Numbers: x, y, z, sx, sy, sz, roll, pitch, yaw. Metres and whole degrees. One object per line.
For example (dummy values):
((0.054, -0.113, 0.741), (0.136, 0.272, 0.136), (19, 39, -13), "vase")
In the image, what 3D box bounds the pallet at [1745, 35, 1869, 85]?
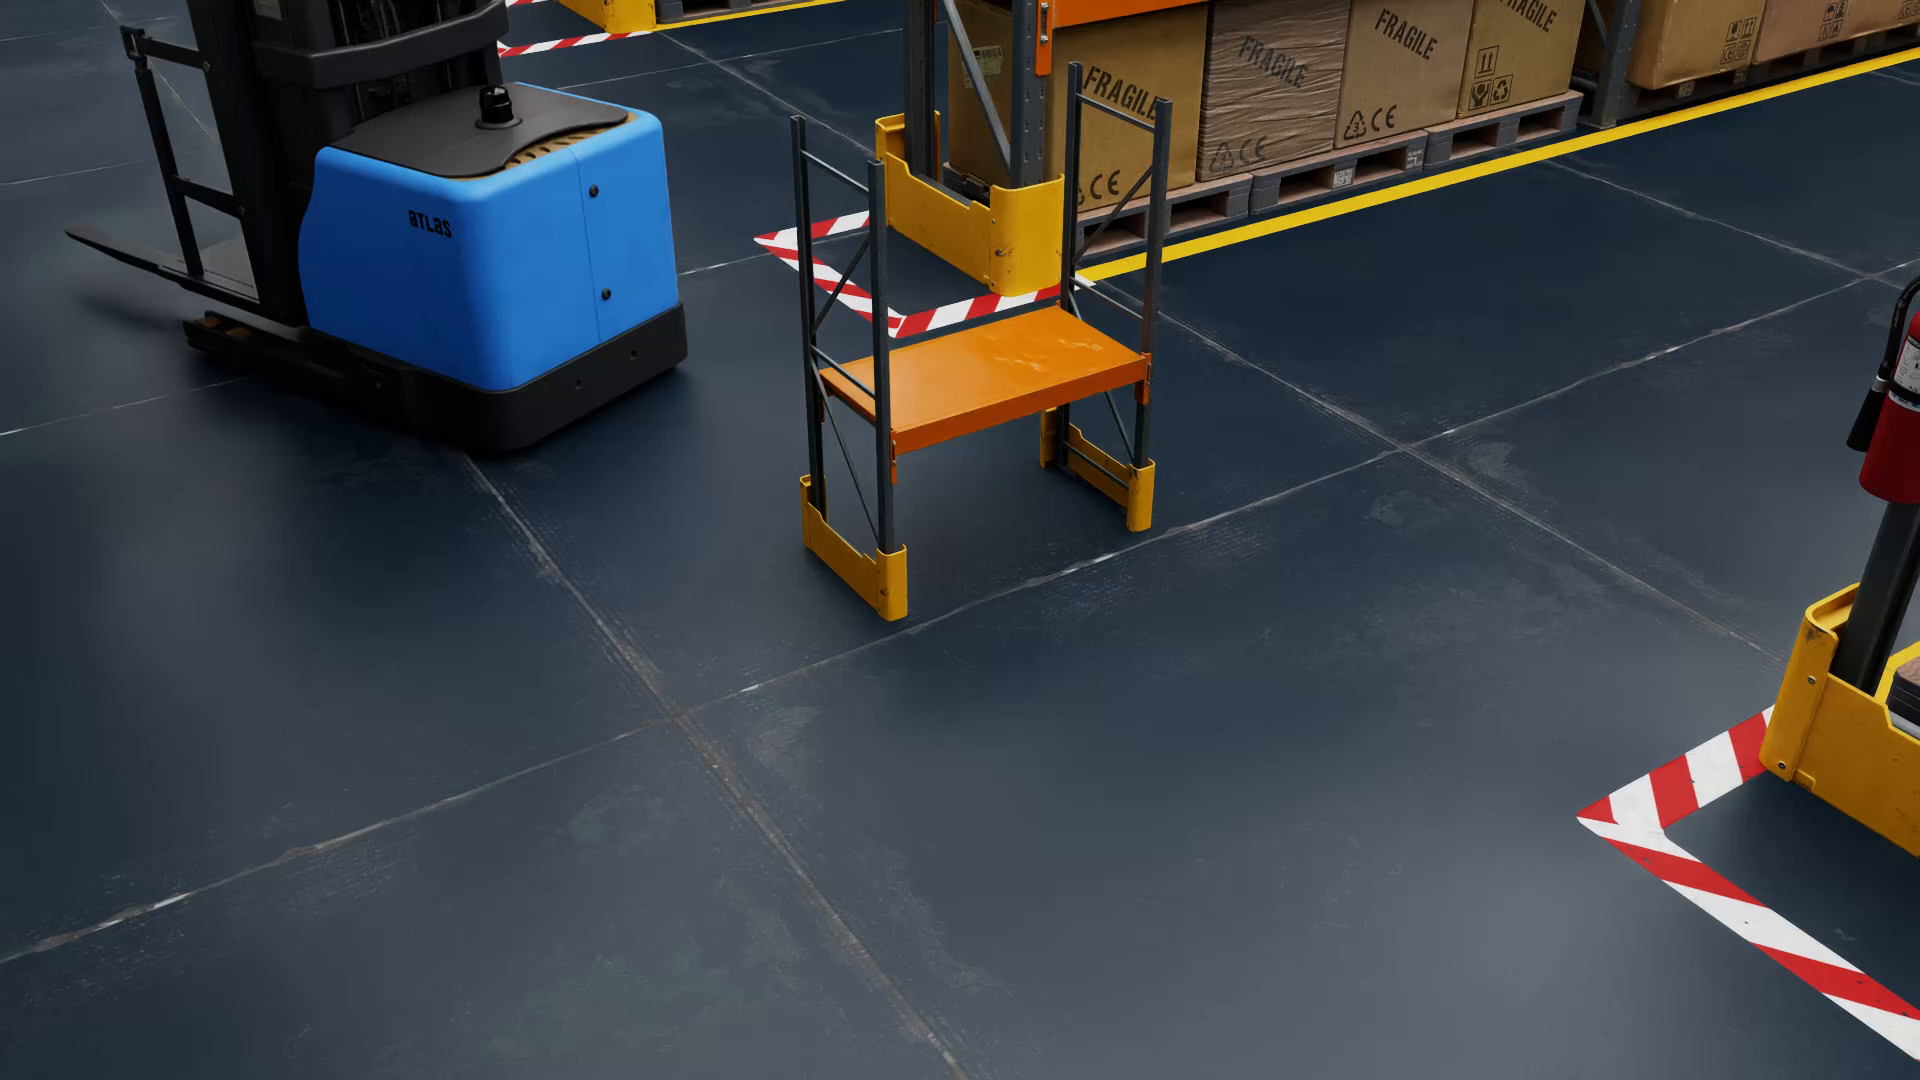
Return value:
((5.045, -3.255, 10.712), (1.213, 0.211, 1.003), (-19, 37, -27), "pallet")

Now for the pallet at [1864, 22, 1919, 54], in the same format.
((6.069, -3.605, 11.268), (1.213, 0.211, 1.003), (-19, 37, -27), "pallet")

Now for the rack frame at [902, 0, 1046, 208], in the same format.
((0.049, -2.666, 7.165), (0.127, 3.000, 1.000), (-19, 37, -27), "rack frame")

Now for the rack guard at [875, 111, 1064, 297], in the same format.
((0.028, -1.602, 7.821), (0.348, 0.500, 1.175), (-19, 37, -27), "rack guard")

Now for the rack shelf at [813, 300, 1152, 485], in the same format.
((0.072, -0.507, 5.485), (1.000, 0.185, 0.538), (-19, 37, -27), "rack shelf")

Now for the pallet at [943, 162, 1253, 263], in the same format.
((0.678, -1.753, 8.331), (1.213, 0.211, 1.003), (-19, 37, -27), "pallet")

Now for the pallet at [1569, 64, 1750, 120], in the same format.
((4.018, -2.900, 10.150), (1.213, 0.211, 1.003), (-19, 37, -27), "pallet")

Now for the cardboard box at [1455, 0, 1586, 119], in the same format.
((2.813, -2.947, 9.208), (0.875, 0.875, 0.875), (-19, 37, -27), "cardboard box")

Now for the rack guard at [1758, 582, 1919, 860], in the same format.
((2.719, 0.625, 4.291), (0.348, 0.500, 1.175), (-19, 37, -27), "rack guard")

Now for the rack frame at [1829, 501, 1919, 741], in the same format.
((2.732, -0.445, 3.644), (0.127, 3.000, 1.000), (-19, 37, -27), "rack frame")

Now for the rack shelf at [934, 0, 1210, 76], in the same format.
((1.730, -2.940, 8.274), (4.000, 0.370, 1.077), (-19, 37, -27), "rack shelf")

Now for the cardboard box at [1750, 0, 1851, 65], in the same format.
((4.688, -3.554, 10.171), (0.875, 0.875, 1.225), (-20, 38, -29), "cardboard box")

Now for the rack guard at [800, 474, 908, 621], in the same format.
((-0.354, 0.016, 5.490), (0.087, 0.250, 0.587), (-19, 37, -27), "rack guard")

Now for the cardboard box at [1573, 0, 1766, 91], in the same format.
((3.938, -3.296, 9.761), (0.875, 0.875, 1.225), (-19, 37, -27), "cardboard box")

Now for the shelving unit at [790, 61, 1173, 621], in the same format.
((0.064, -0.656, 5.385), (1.083, 1.500, 0.587), (-19, 37, -27), "shelving unit")

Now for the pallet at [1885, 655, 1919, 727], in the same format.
((3.446, 0.513, 4.739), (1.213, 0.211, 1.003), (-19, 37, -27), "pallet")

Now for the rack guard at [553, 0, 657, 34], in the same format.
((-2.490, -3.885, 11.439), (0.348, 0.500, 1.175), (-19, 37, -27), "rack guard")

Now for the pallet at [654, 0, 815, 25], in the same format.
((-1.788, -3.981, 11.864), (1.213, 0.211, 1.003), (-19, 37, -27), "pallet")

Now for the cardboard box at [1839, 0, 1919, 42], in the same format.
((5.428, -3.814, 10.582), (0.875, 0.875, 1.225), (-19, 37, -27), "cardboard box")

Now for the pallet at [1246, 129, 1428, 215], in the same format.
((1.703, -2.104, 8.887), (1.213, 0.211, 1.003), (-19, 37, -27), "pallet")

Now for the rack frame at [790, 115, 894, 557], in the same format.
((-0.356, -0.512, 5.156), (0.032, 1.500, 0.500), (-19, 37, -27), "rack frame")

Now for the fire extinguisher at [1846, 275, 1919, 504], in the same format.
((2.359, -0.415, 4.019), (0.183, 0.674, 0.296), (-19, 37, -27), "fire extinguisher")

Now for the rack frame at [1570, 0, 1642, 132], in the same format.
((3.411, -3.823, 8.998), (0.127, 3.000, 1.000), (-19, 37, -27), "rack frame")

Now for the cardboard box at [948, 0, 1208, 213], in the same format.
((0.543, -2.166, 7.970), (0.875, 0.875, 0.875), (-19, 37, -27), "cardboard box")

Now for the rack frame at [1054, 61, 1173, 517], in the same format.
((0.499, -0.806, 5.622), (0.032, 1.500, 0.500), (-19, 37, -27), "rack frame")

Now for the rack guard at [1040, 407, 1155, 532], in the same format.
((0.483, -0.272, 5.946), (0.087, 0.250, 0.587), (-19, 37, -27), "rack guard")

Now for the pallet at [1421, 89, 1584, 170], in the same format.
((2.729, -2.459, 9.450), (1.213, 0.211, 1.003), (-19, 37, -27), "pallet")

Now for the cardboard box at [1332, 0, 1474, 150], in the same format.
((2.056, -2.687, 8.795), (0.875, 0.875, 0.875), (-19, 37, -27), "cardboard box")

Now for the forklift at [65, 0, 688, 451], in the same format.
((-2.627, -2.164, 6.434), (3.031, 2.935, 1.130), (19, 37, 28), "forklift")

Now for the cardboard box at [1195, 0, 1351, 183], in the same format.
((1.308, -2.429, 8.387), (0.875, 0.875, 0.875), (-19, 37, -27), "cardboard box")
